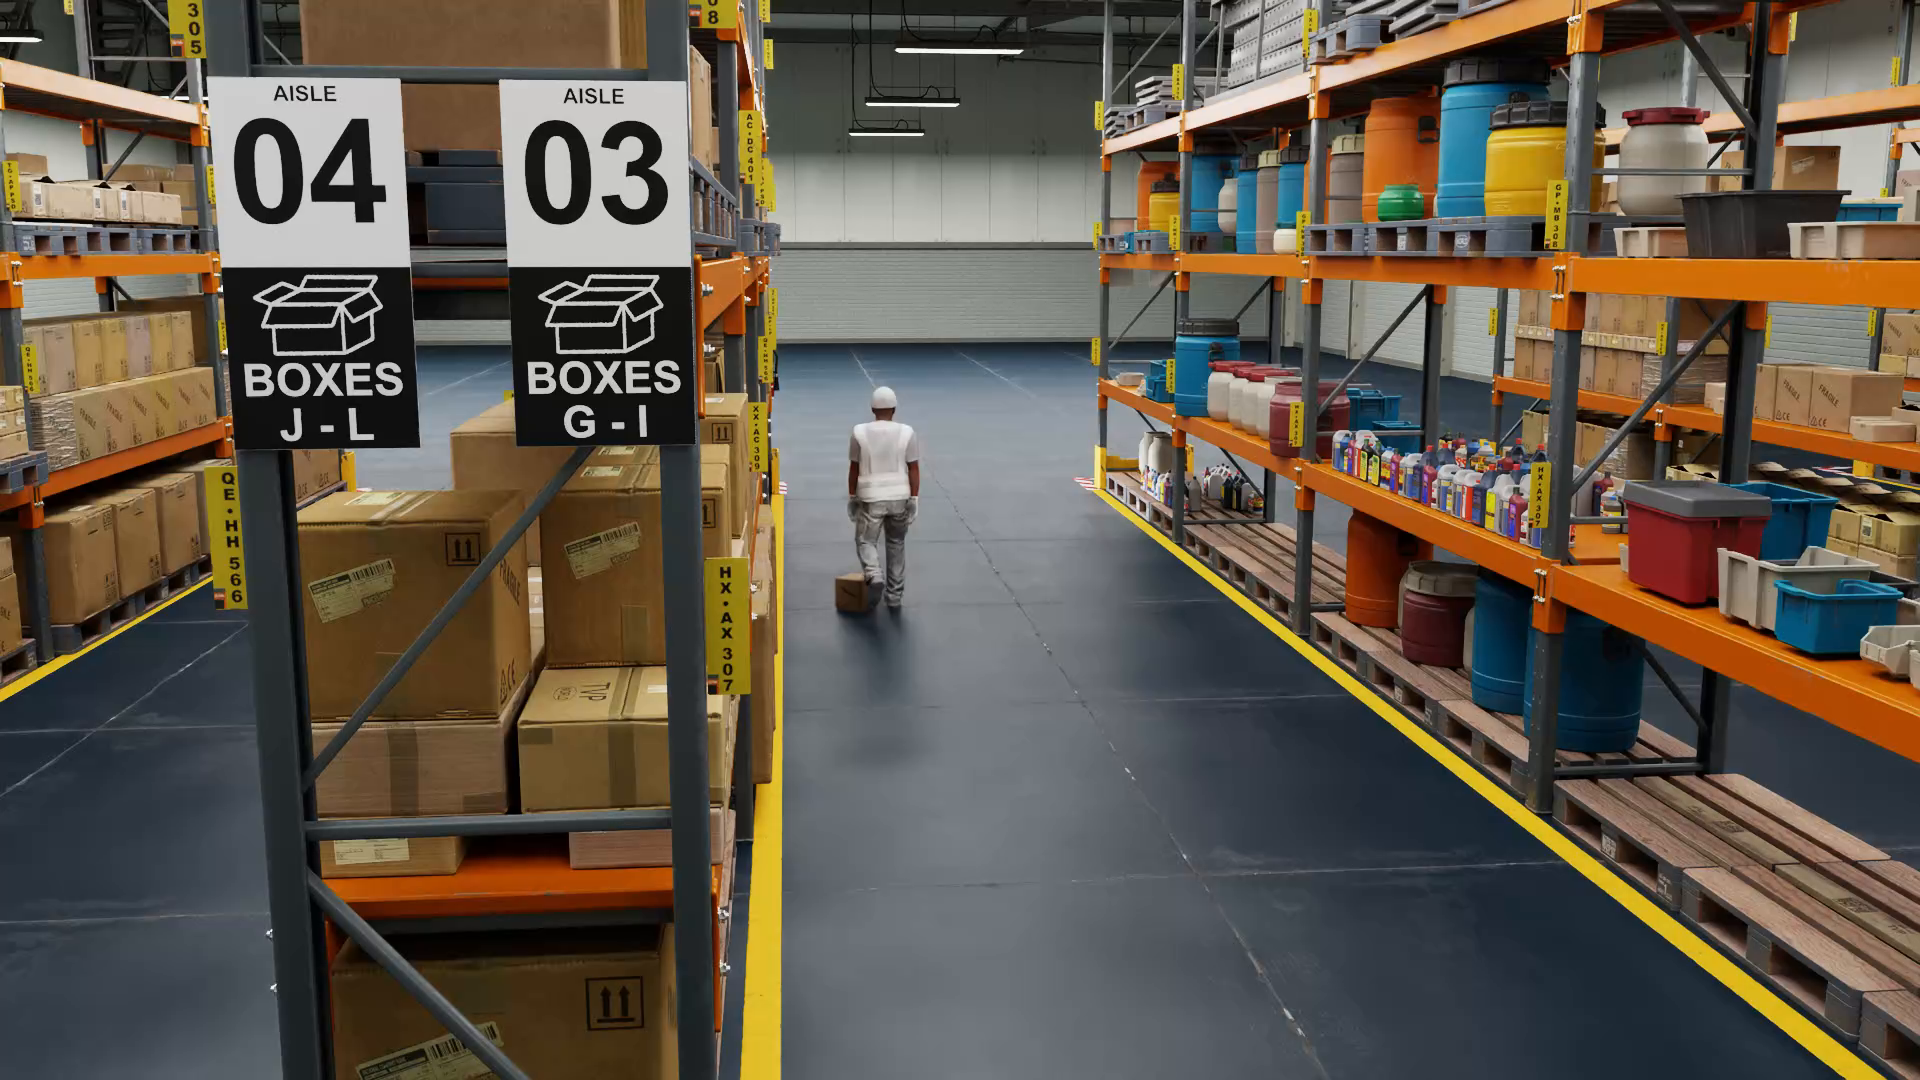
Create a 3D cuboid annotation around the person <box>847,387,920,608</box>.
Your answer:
[{"bbox_3d":[-0.592,-0.308,13.058,0.564,1.762,0.803,-2,10,-9],"label":"person"}]
